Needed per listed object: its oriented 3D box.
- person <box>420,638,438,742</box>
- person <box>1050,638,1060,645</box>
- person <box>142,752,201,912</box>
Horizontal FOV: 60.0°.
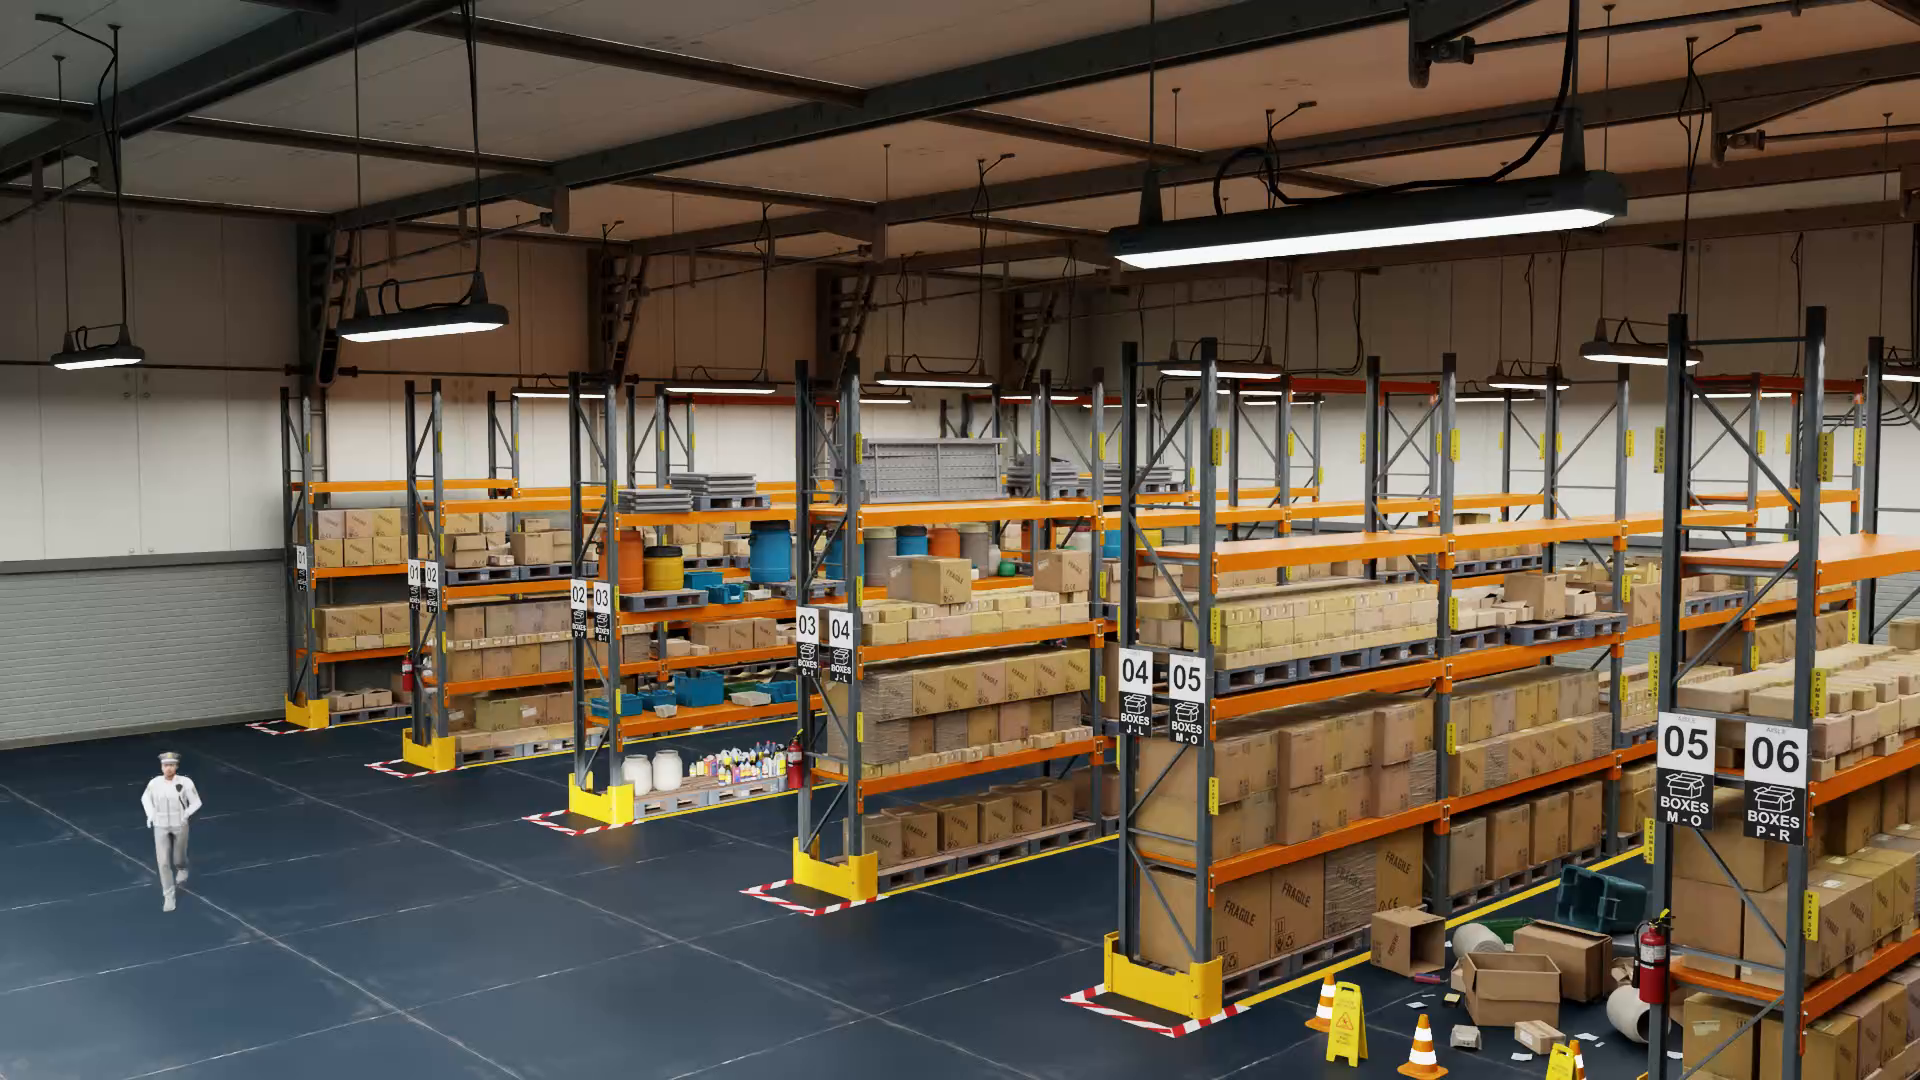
[{"bbox_3d":[-8.705,2.527,27.450,0.625,1.832,0.767,3,4,35],"label":"person"},{"bbox_3d":[1.797,2.255,32.449,0.547,1.703,0.863,3,4,35],"label":"person"},{"bbox_3d":[-8.697,3.165,18.341,0.618,1.696,0.843,-1,4,-18],"label":"person"}]
